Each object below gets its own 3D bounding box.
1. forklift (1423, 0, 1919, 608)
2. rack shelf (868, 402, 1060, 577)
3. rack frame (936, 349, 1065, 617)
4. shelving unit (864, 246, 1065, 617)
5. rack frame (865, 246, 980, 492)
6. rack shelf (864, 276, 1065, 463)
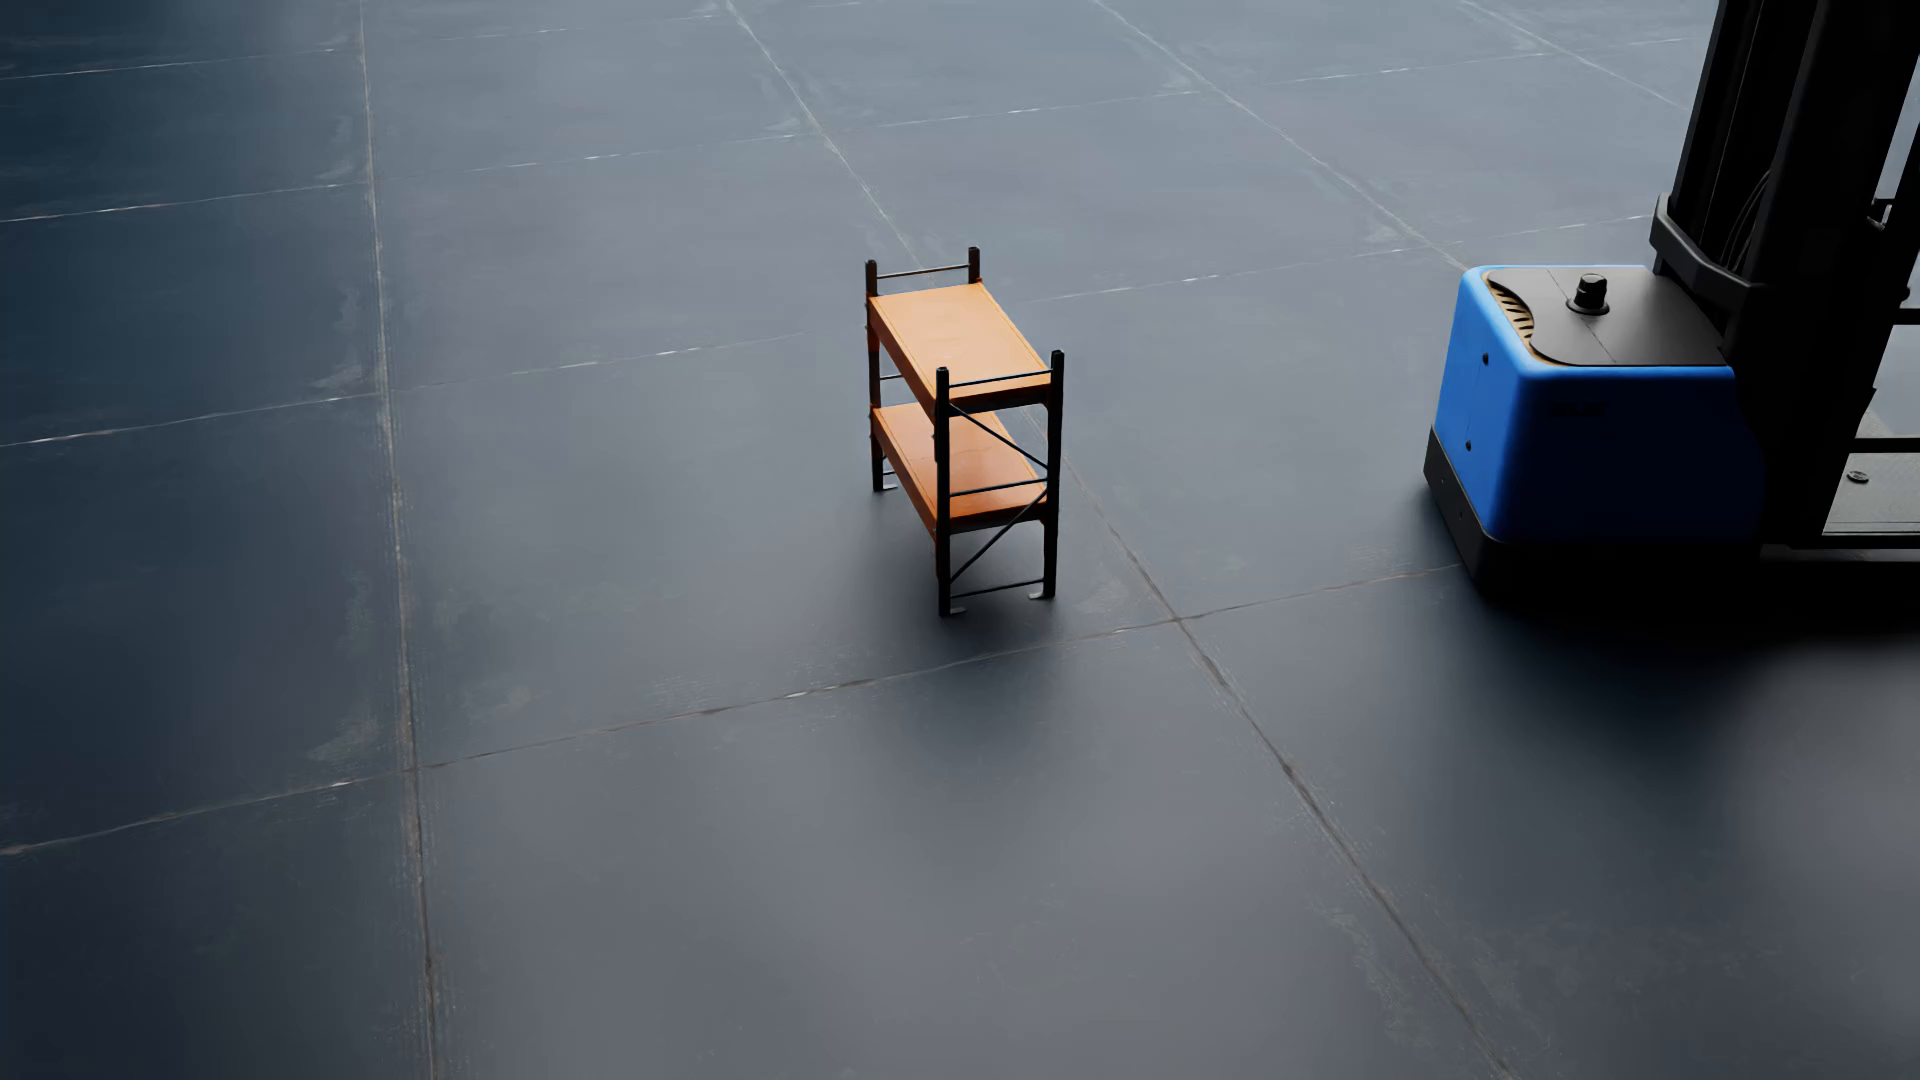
[{"bbox_3d":[3.630,-1.240,6.469,3.031,2.935,1.130,0,33,0],"label":"forklift"},{"bbox_3d":[-0.002,-0.269,7.080,0.538,0.278,1.000,-10,35,-15],"label":"rack shelf"},{"bbox_3d":[0.153,-0.206,6.541,0.500,1.125,0.032,-10,35,-15],"label":"rack frame"},{"bbox_3d":[-0.002,-0.473,6.945,0.538,1.125,1.048,-10,35,-15],"label":"shelving unit"},{"bbox_3d":[-0.157,-0.740,7.349,0.500,1.125,0.032,-10,35,-15],"label":"rack frame"},{"bbox_3d":[-0.002,-0.717,6.784,0.538,0.278,1.000,-10,35,-15],"label":"rack shelf"}]
